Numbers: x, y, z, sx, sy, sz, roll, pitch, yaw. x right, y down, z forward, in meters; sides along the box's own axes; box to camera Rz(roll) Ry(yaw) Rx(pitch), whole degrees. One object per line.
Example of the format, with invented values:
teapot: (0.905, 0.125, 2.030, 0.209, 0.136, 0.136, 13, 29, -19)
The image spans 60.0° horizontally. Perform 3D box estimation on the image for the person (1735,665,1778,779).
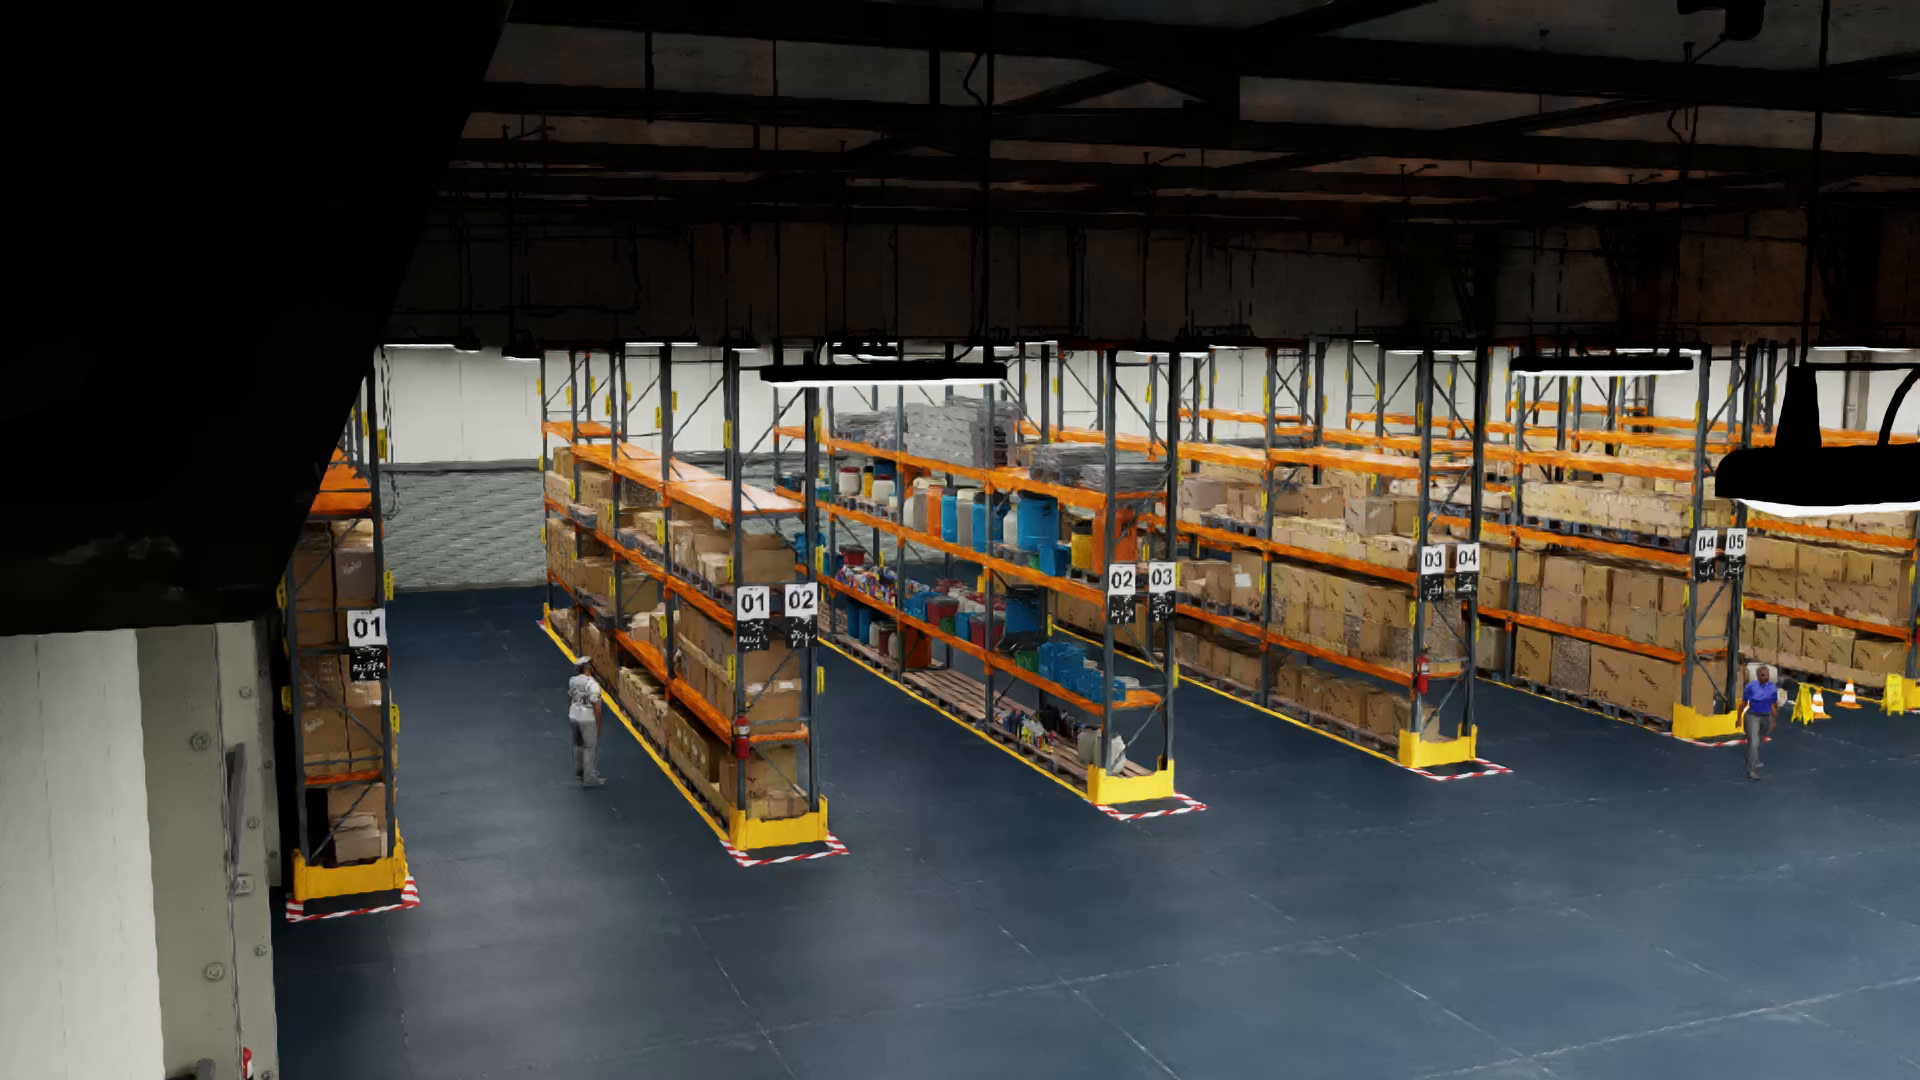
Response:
person: (11.205, 2.509, 23.362, 0.502, 1.593, 0.941, 0, 7, 0)

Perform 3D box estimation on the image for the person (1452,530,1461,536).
person: (10.889, 0.669, 36.654, 0.654, 1.771, 0.693, 0, 7, -3)

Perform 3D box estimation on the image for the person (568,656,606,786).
person: (-5.128, 2.476, 22.920, 0.593, 1.759, 0.476, 5, 9, 36)
